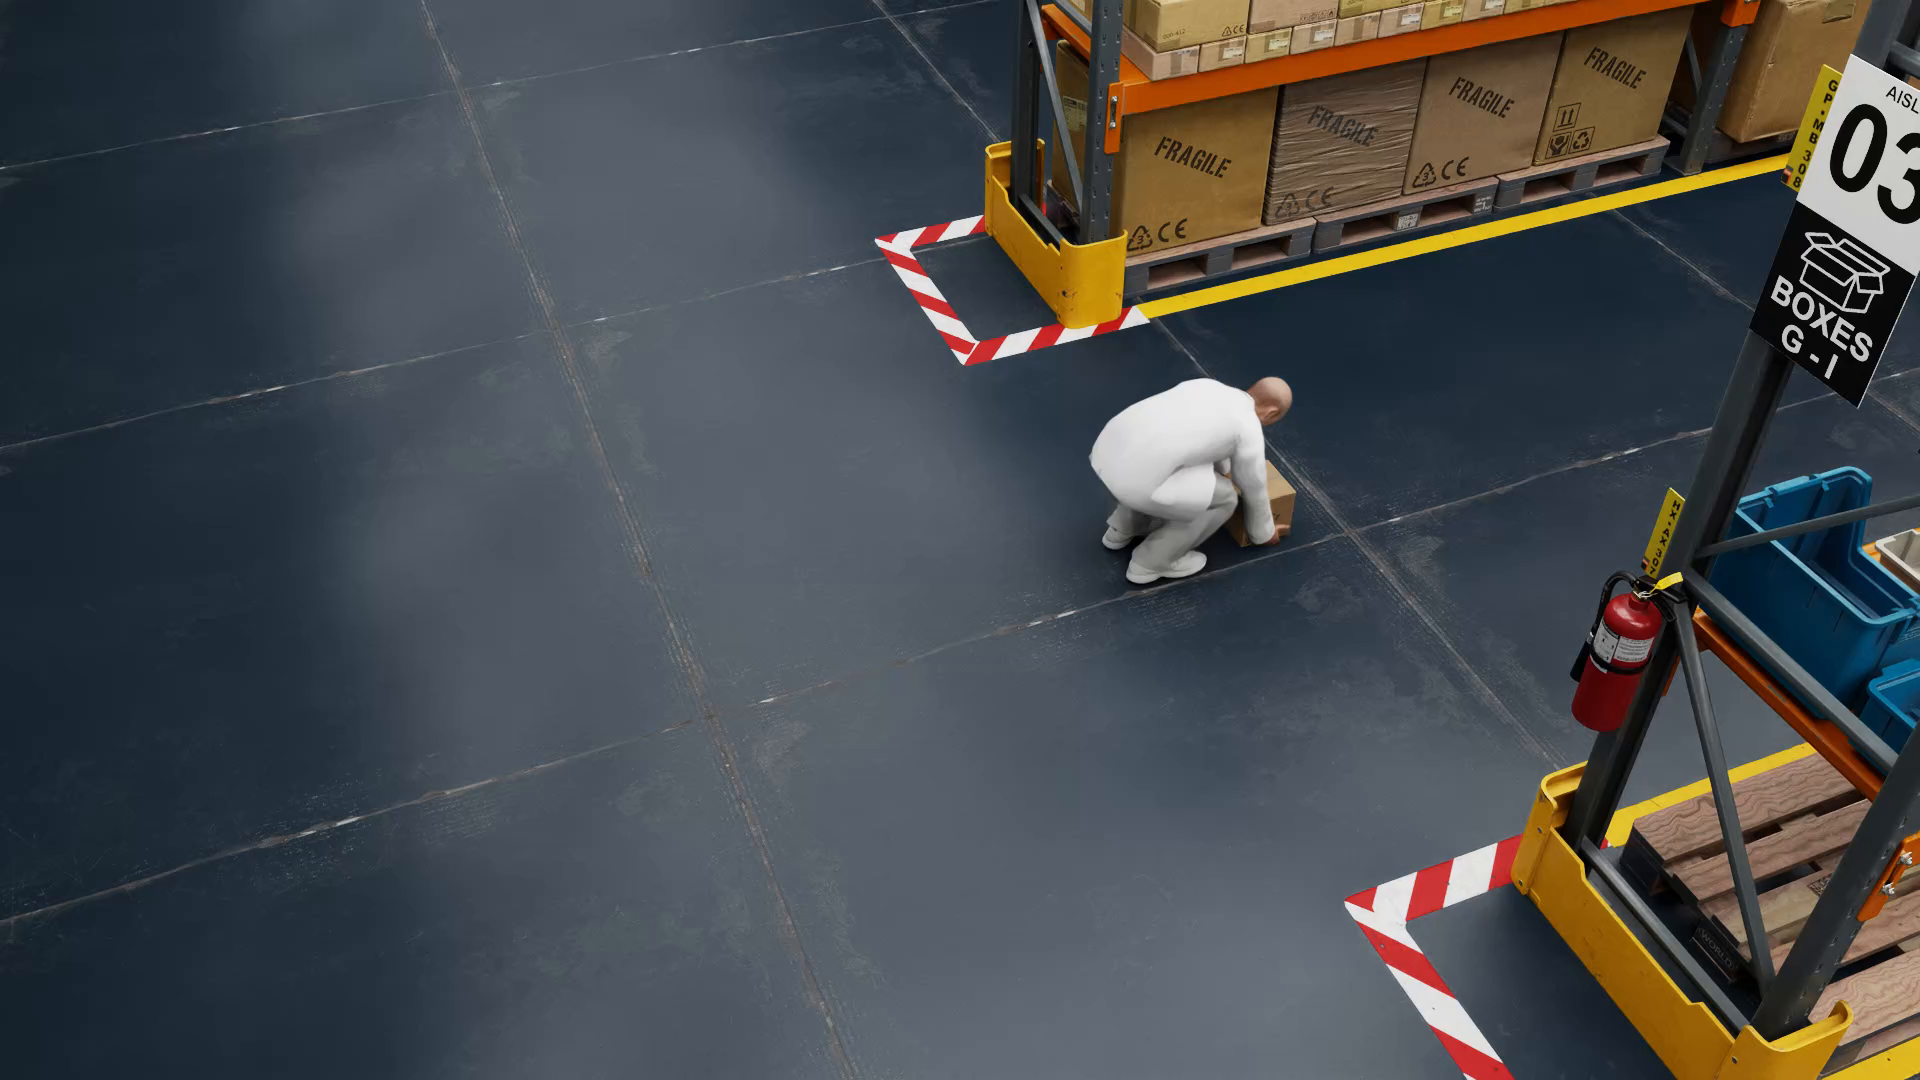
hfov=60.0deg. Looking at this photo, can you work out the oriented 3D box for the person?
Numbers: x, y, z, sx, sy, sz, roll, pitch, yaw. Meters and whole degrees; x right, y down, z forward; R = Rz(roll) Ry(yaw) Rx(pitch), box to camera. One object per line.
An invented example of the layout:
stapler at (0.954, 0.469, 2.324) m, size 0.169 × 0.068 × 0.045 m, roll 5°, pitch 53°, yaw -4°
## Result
person at (1.006, -0.280, 7.235) m, size 0.950 × 0.836 × 0.582 m, roll -16°, pitch 44°, yaw -18°
